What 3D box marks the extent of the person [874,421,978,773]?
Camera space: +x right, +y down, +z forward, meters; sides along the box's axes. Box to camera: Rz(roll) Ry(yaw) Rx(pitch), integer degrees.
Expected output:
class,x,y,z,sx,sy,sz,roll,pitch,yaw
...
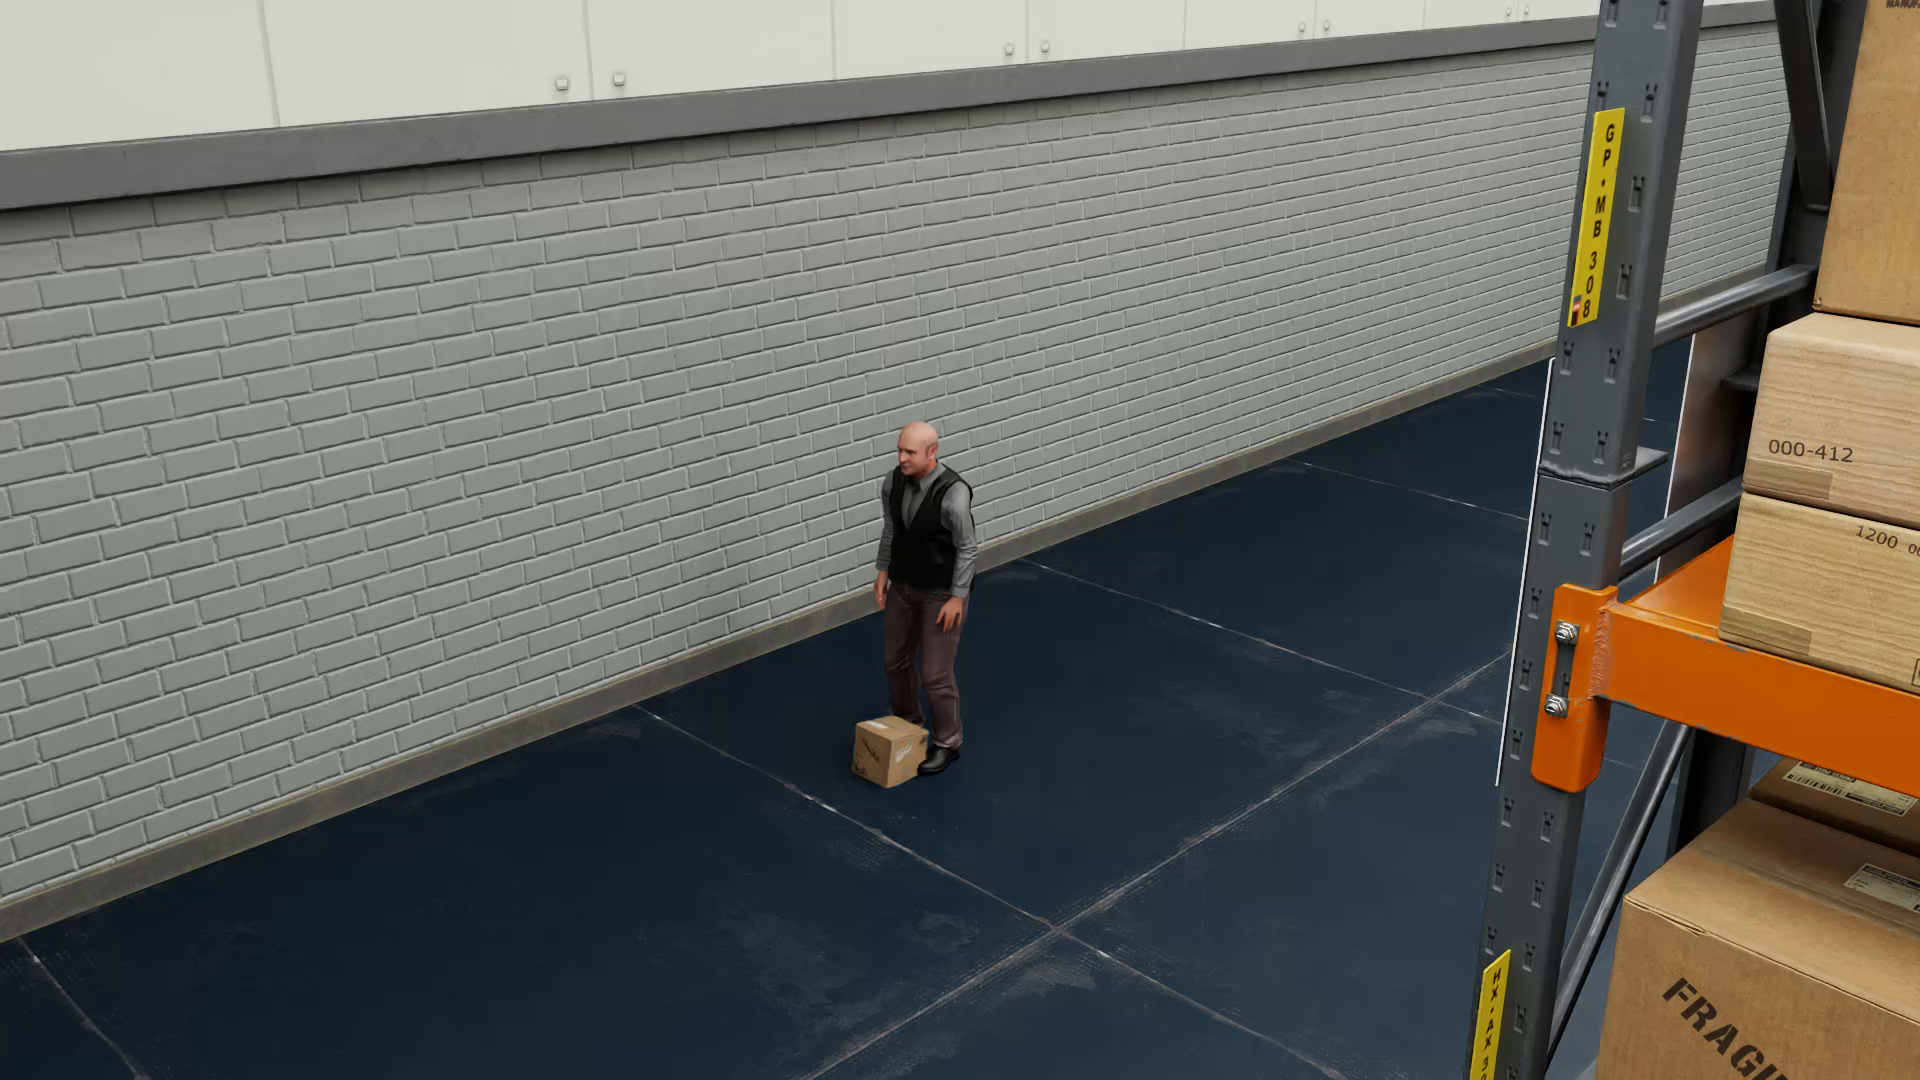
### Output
class,x,y,z,sx,sy,sz,roll,pitch,yaw
person,-0.156,0.294,7.969,0.570,1.619,0.421,18,27,40
